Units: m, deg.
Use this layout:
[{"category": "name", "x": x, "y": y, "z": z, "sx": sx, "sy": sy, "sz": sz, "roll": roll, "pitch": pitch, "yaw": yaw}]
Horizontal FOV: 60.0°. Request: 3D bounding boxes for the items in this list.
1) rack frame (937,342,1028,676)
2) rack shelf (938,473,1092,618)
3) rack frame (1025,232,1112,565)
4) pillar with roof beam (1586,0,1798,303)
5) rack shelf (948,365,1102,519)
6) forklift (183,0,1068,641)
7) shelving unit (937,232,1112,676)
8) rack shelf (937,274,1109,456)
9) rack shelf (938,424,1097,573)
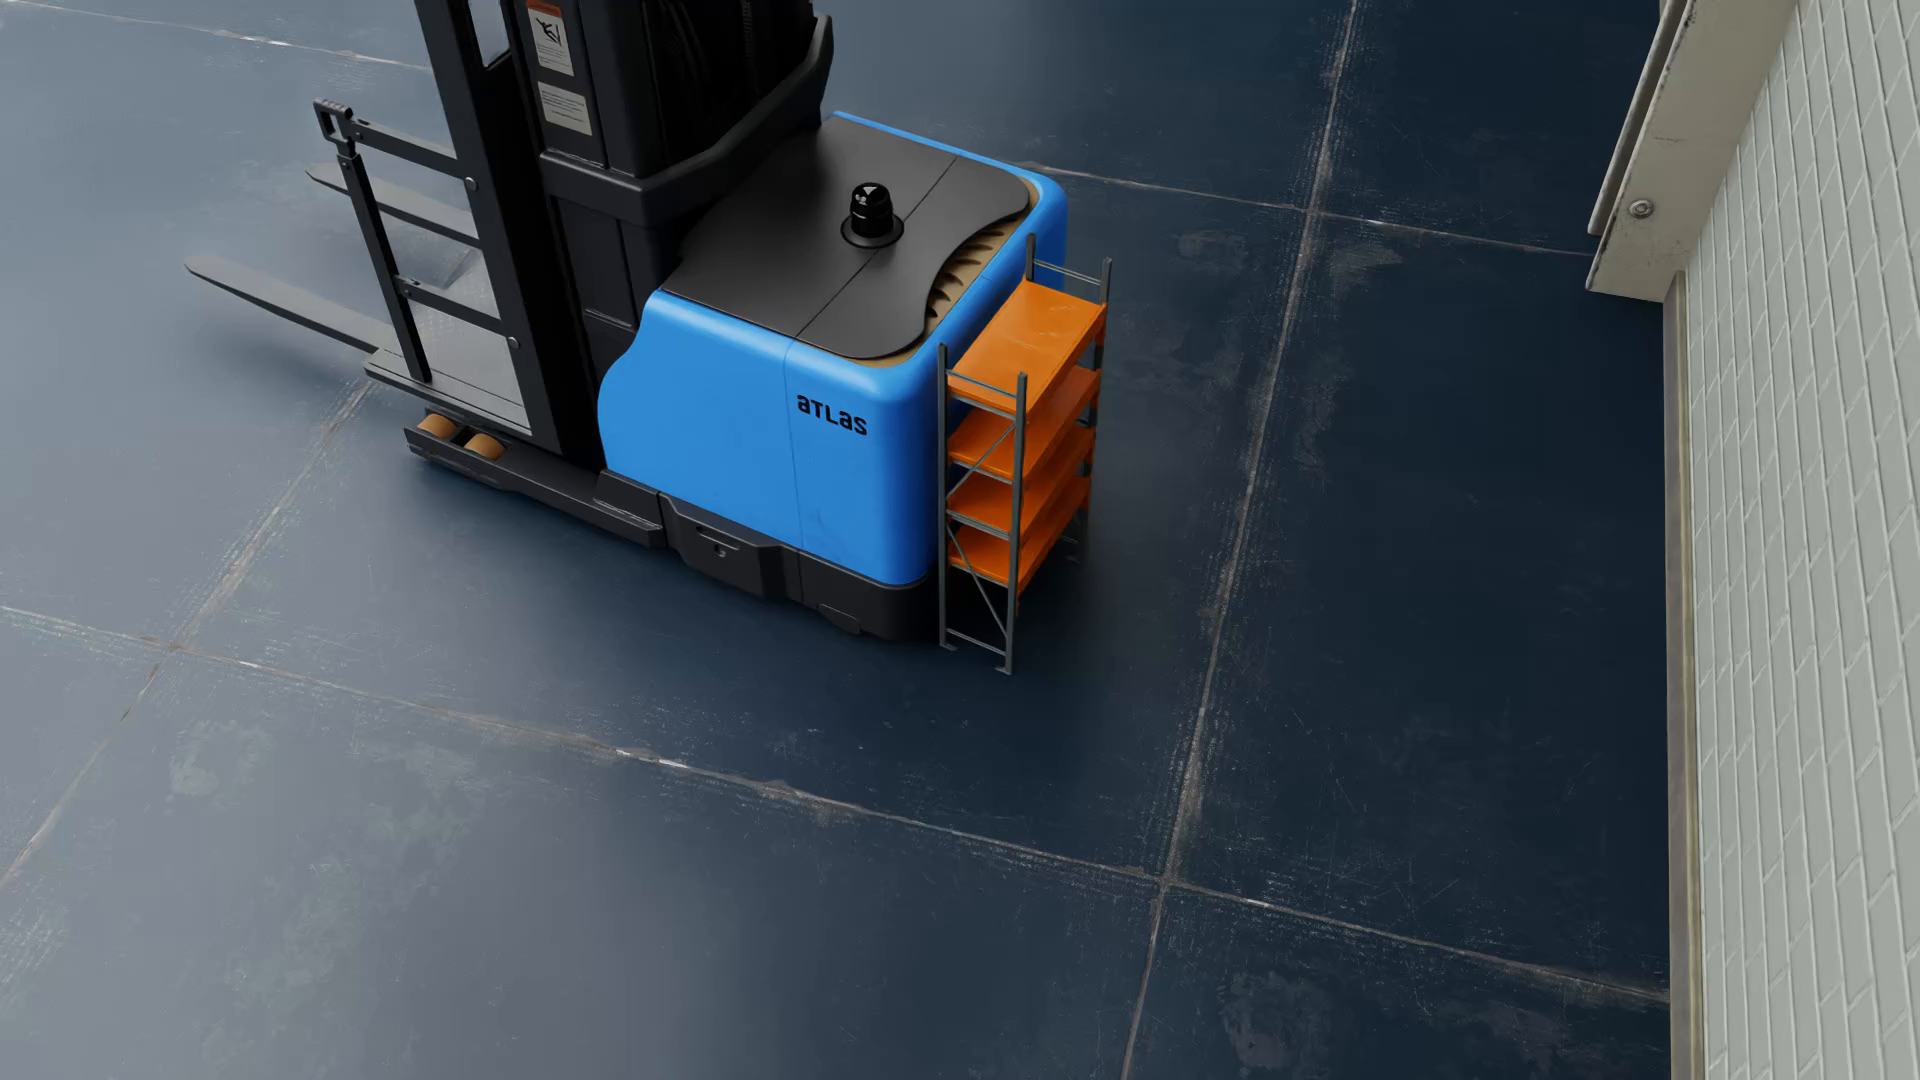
[{"category": "rack frame", "x": 0.051, "y": -0.043, "z": 4.486, "sx": 0.240, "sy": 1.200, "sz": 0.015, "roll": 22, "pitch": 52, "yaw": 18}, {"category": "rack shelf", "x": 0.164, "y": -0.029, "z": 4.829, "sx": 0.258, "sy": 0.148, "sz": 0.480, "roll": 22, "pitch": 52, "yaw": 18}, {"category": "rack frame", "x": 0.280, "y": -0.366, "z": 4.771, "sx": 0.240, "sy": 1.200, "sz": 0.015, "roll": 22, "pitch": 52, "yaw": 18}, {"category": "pillar with roof beam", "x": -1.674, "y": -4.851, "z": 3.529, "sx": 9.100, "sy": 9.000, "sz": 0.400, "roll": 12, "pitch": 50, "yaw": 10}, {"category": "rack shelf", "x": 0.166, "y": -0.307, "z": 4.511, "sx": 0.258, "sy": 0.148, "sz": 0.480, "roll": 22, "pitch": 52, "yaw": 18}, {"category": "forklift", "x": -1.223, "y": -1.477, "z": 4.598, "sx": 3.031, "sy": 2.935, "sz": 1.130, "roll": 22, "pitch": 52, "yaw": 18}, {"category": "shelving unit", "x": 0.165, "y": -0.204, "z": 4.629, "sx": 0.258, "sy": 1.200, "sz": 0.503, "roll": 22, "pitch": 52, "yaw": 18}, {"category": "rack shelf", "x": 0.168, "y": -0.463, "z": 4.333, "sx": 0.258, "sy": 0.148, "sz": 0.480, "roll": 22, "pitch": 52, "yaw": 18}, {"category": "rack shelf", "x": 0.165, "y": -0.160, "z": 4.679, "sx": 0.258, "sy": 0.148, "sz": 0.480, "roll": 22, "pitch": 52, "yaw": 18}]
